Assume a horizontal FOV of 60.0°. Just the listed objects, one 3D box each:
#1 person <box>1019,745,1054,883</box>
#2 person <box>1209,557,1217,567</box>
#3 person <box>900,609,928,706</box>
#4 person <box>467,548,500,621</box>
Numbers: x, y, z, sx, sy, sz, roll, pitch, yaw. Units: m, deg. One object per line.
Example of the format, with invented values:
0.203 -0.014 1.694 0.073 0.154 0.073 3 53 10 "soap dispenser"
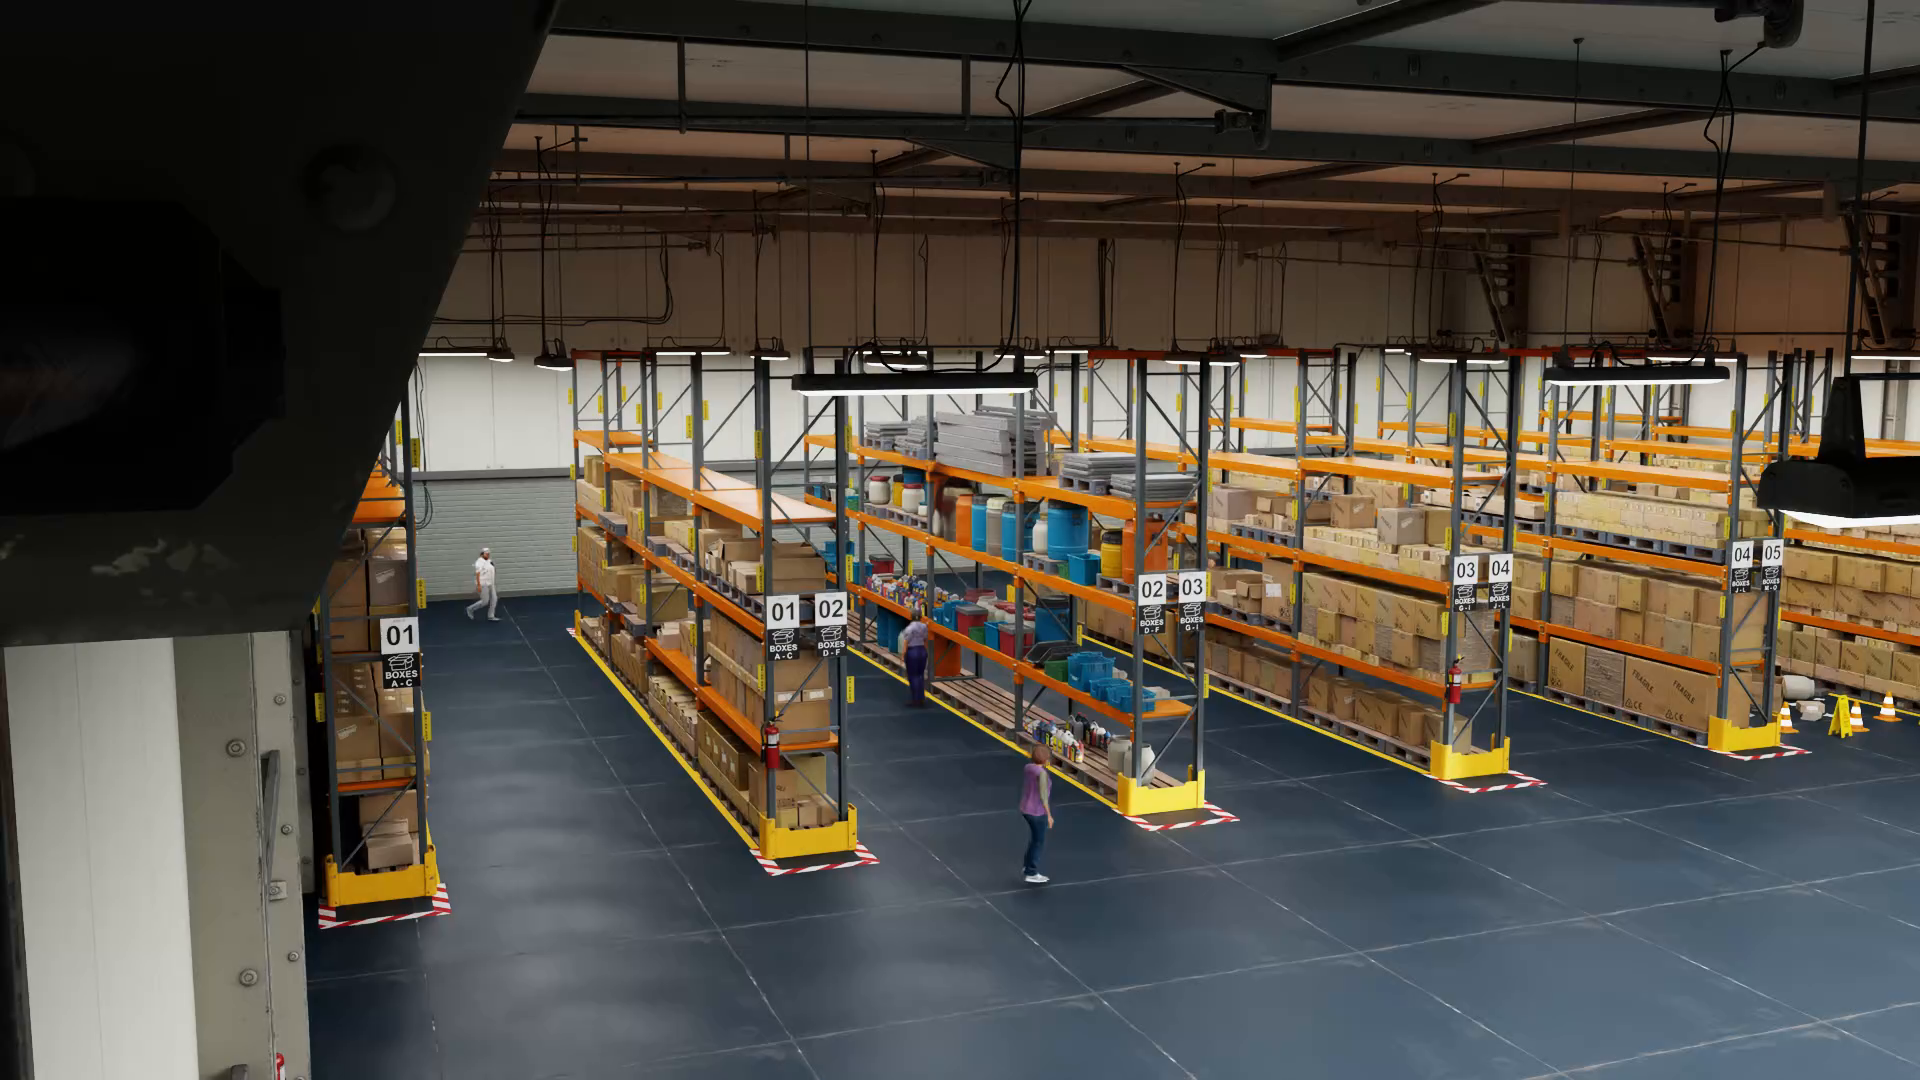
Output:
0.882 3.185 19.246 0.341 1.628 0.530 -3 8 -20 "person"
5.279 1.160 35.067 0.517 1.632 0.789 -3 8 -21 "person"
-0.782 2.014 28.271 0.389 1.670 0.579 6 10 42 "person"
-10.471 0.975 36.518 0.656 1.638 0.540 1 7 10 "person"
